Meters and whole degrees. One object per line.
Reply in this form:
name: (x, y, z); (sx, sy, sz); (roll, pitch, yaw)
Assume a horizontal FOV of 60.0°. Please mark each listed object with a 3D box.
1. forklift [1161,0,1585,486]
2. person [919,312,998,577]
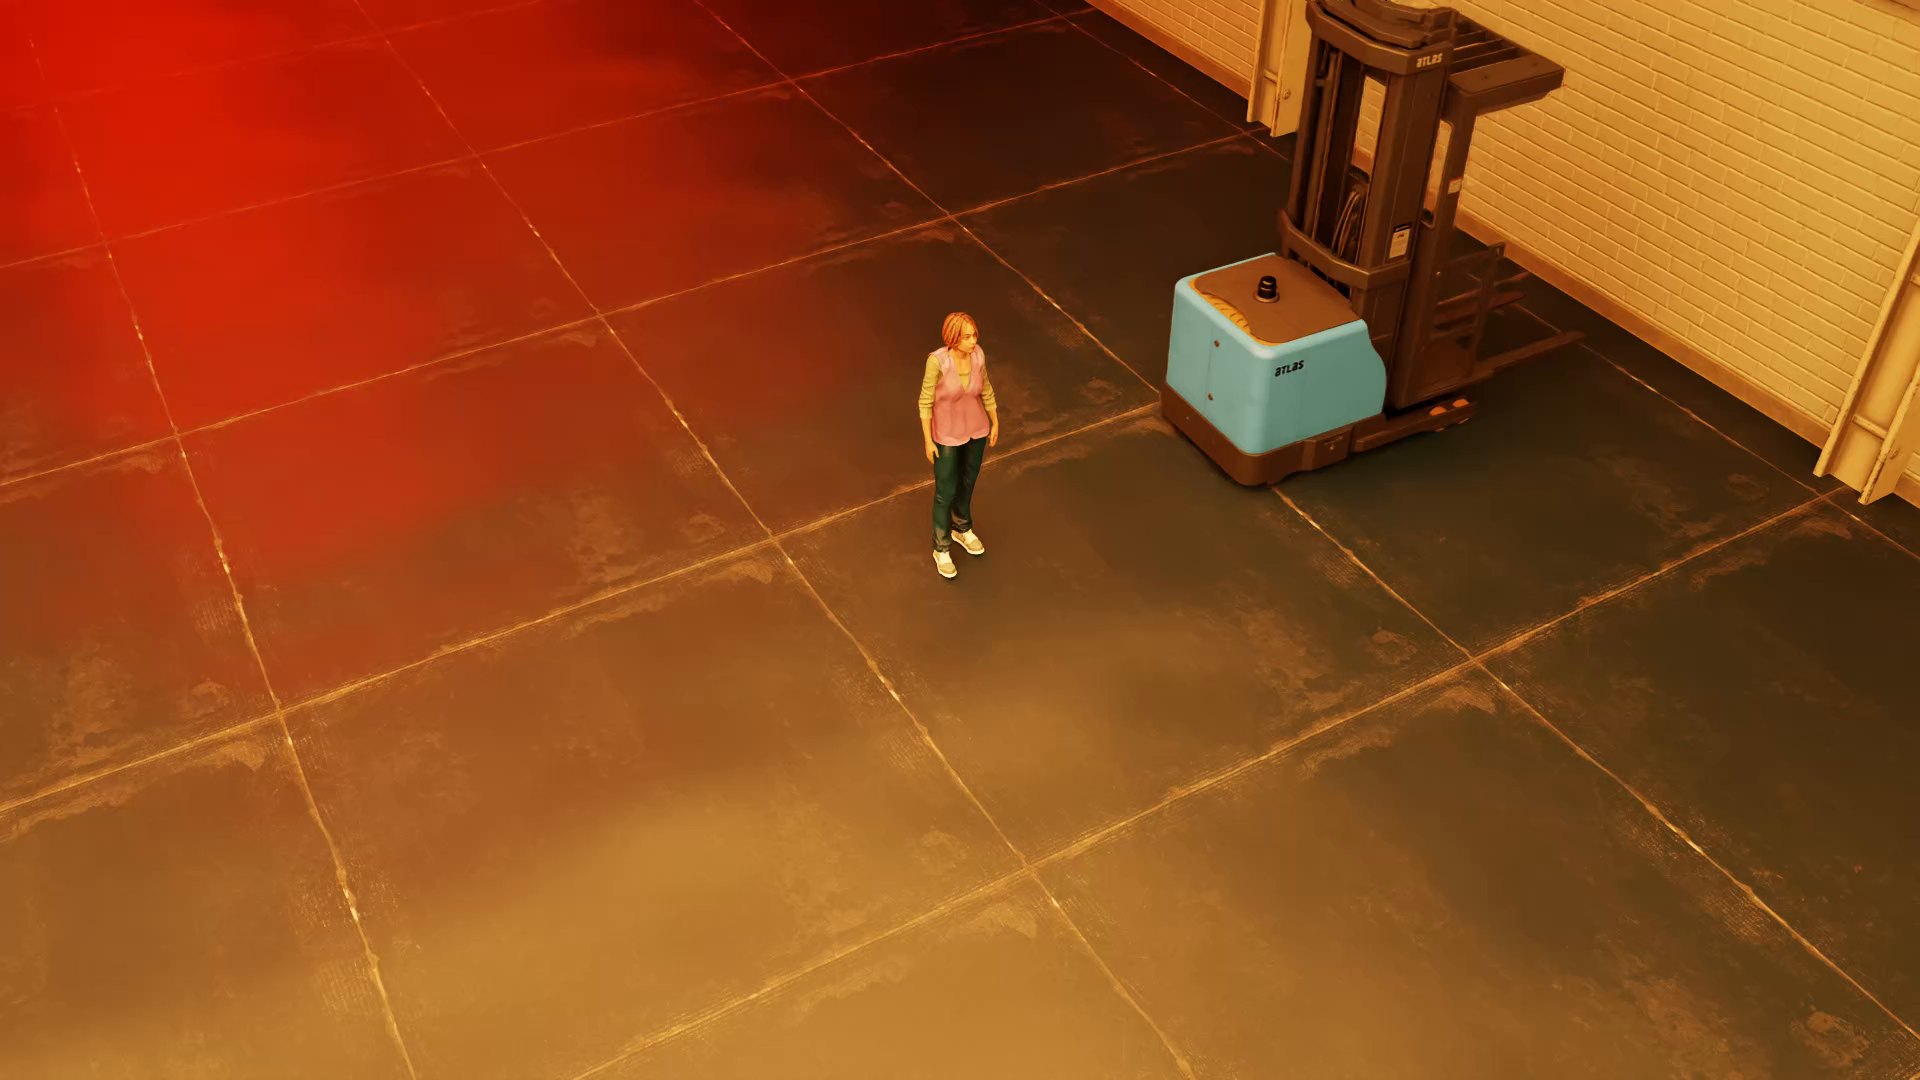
forklift: (2.912, -2.140, 10.616); (3.031, 2.935, 1.130); (-19, 43, -21)
person: (0.025, -0.575, 9.763); (0.520, 1.596, 0.475); (-20, 44, -23)
